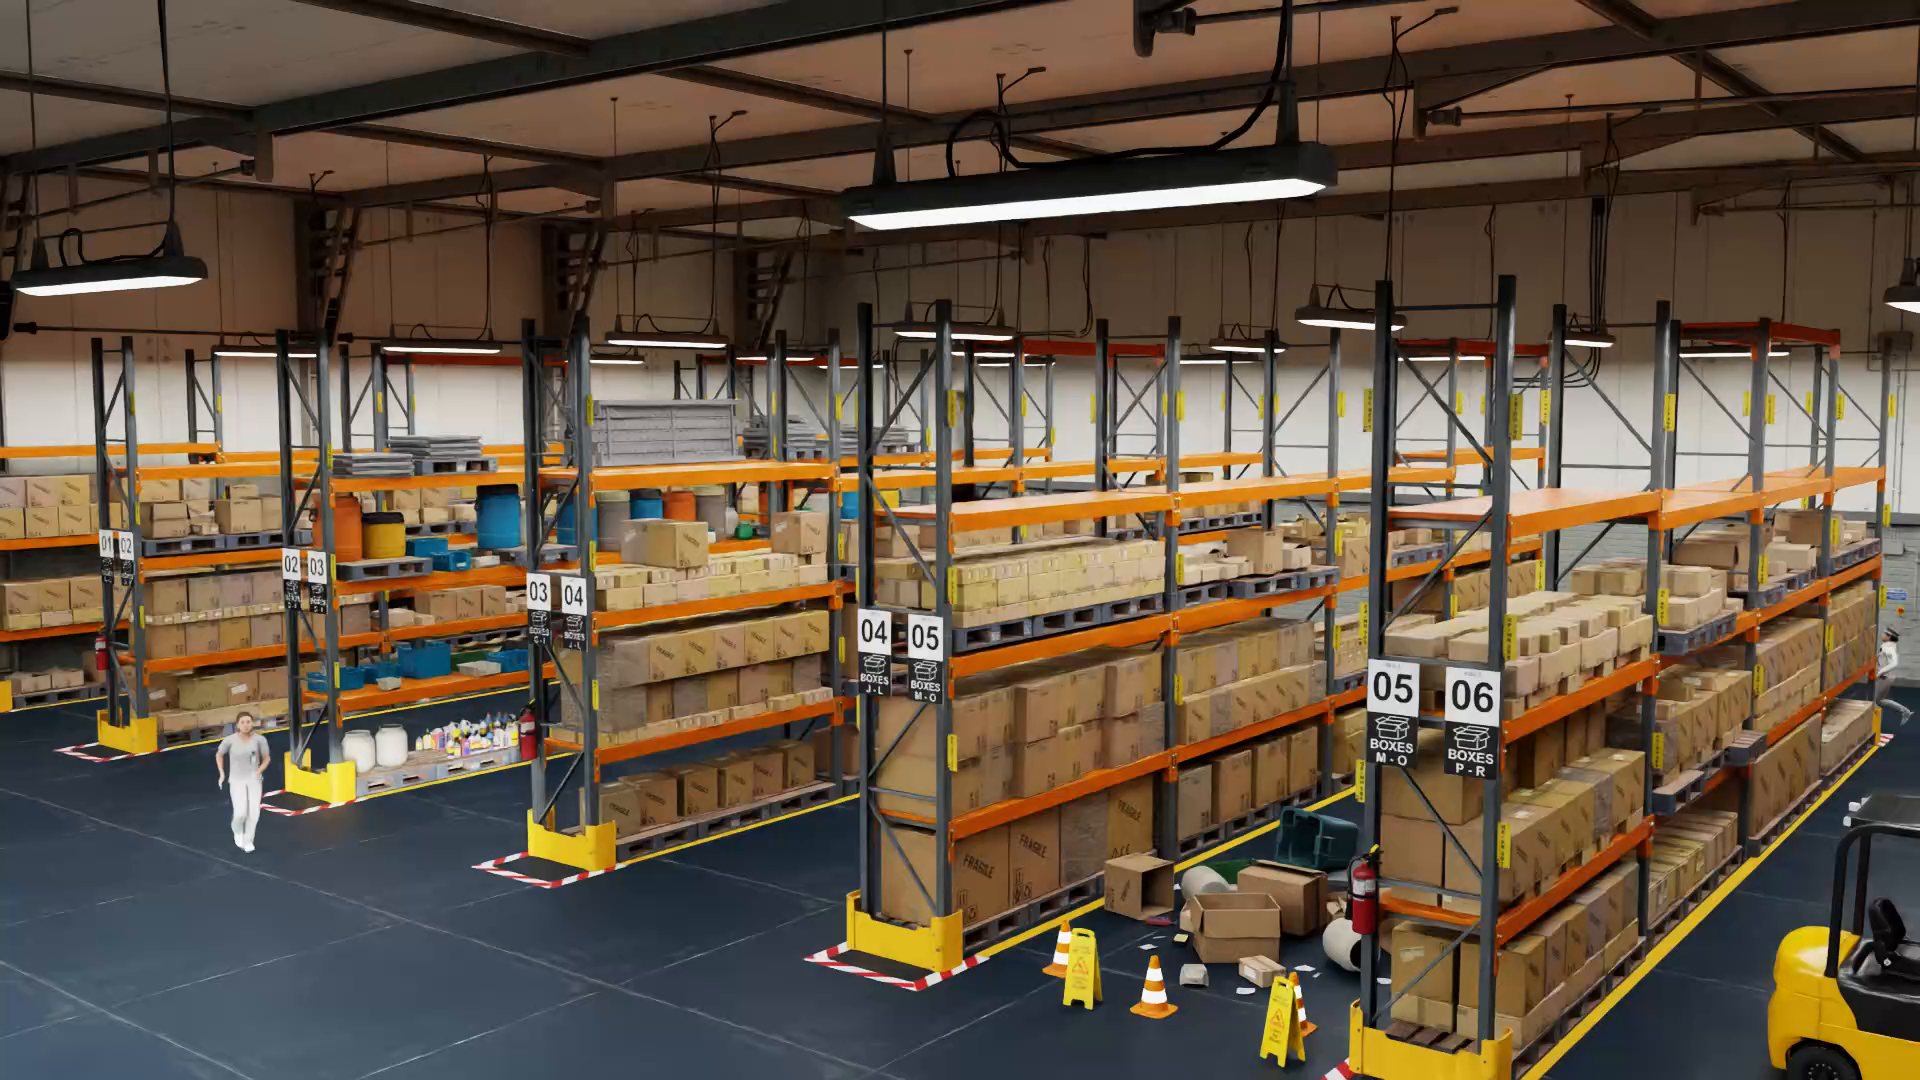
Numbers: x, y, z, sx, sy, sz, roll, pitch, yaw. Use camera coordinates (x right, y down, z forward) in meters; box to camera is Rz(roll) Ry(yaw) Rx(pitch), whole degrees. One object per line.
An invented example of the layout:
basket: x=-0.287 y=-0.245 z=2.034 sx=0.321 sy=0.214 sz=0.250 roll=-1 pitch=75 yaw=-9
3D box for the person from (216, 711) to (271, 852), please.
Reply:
person: x=-8.023 y=2.726 z=18.662 sx=0.549 sy=1.619 sz=0.633 roll=-3 pitch=6 yaw=-29

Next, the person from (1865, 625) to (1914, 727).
person: x=14.215 y=2.123 z=25.479 sx=0.723 sy=1.648 sz=0.625 roll=3 pitch=6 yaw=33
